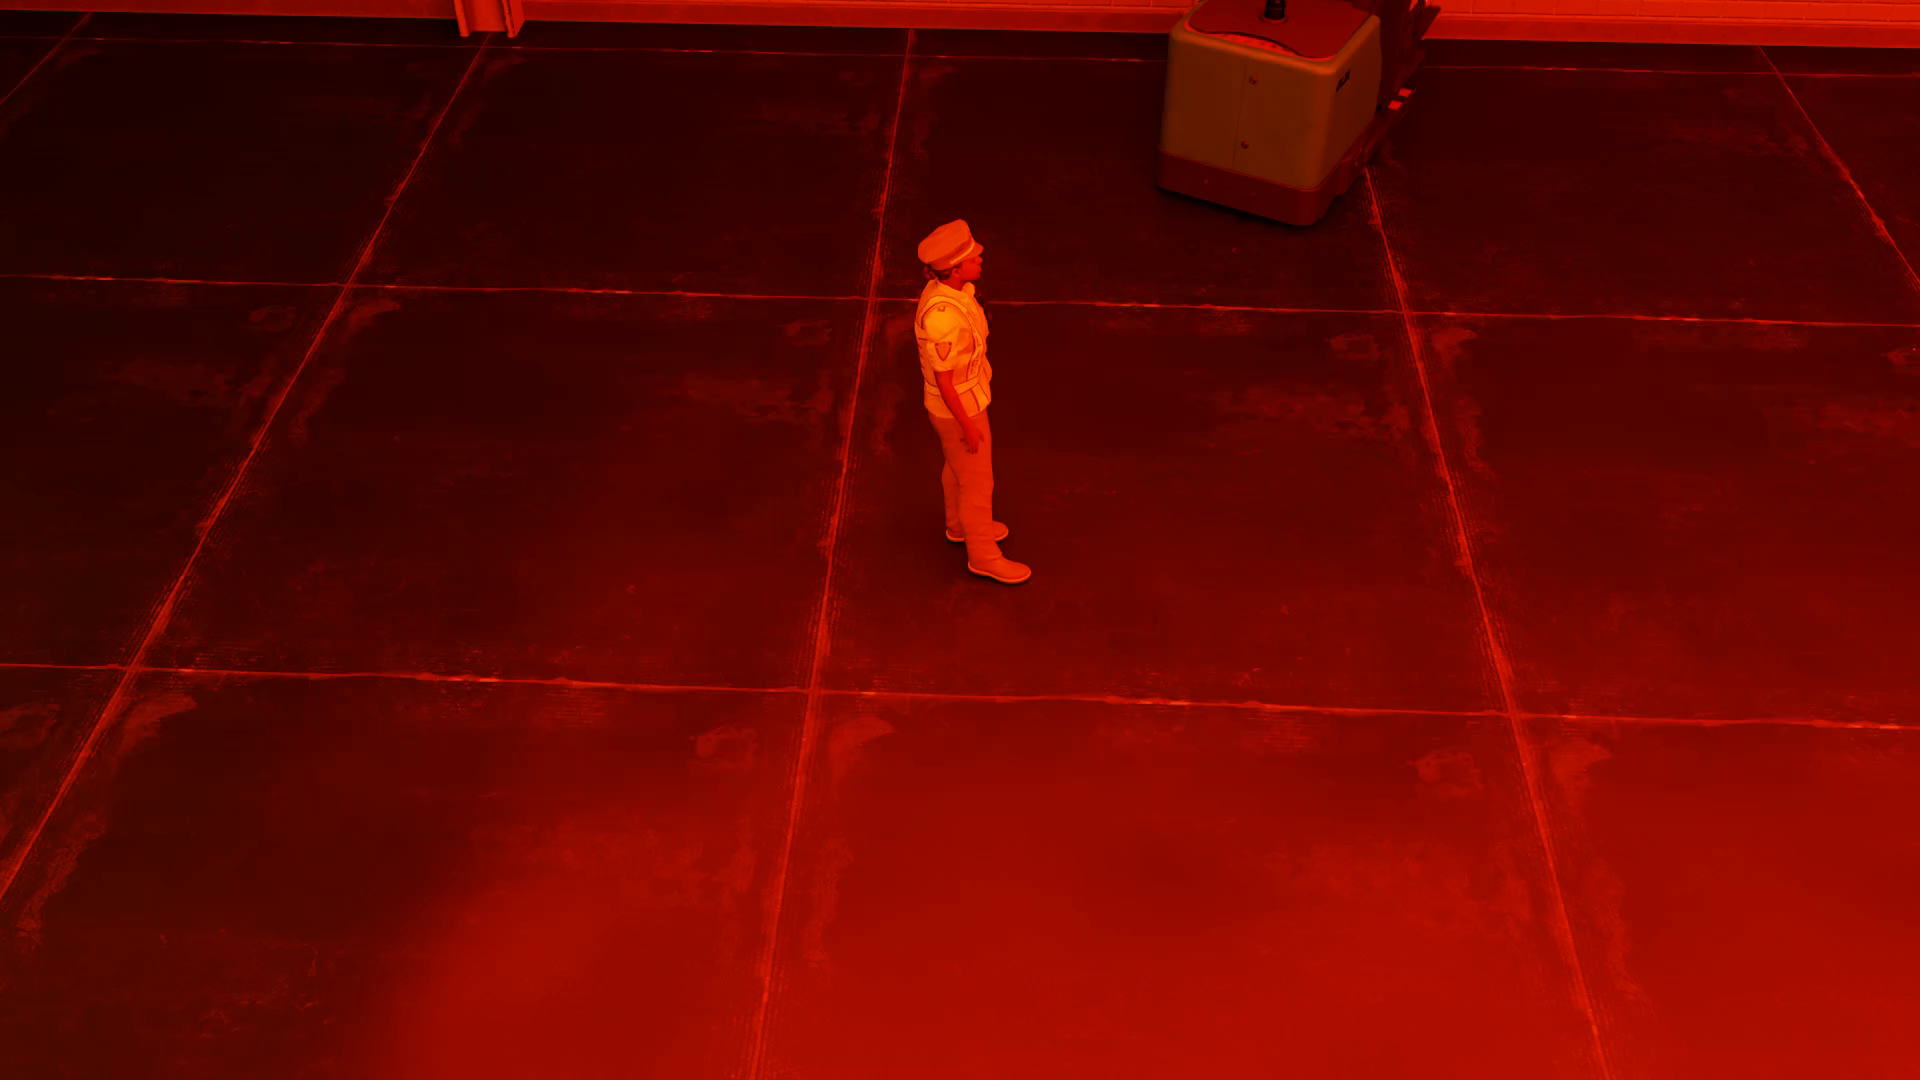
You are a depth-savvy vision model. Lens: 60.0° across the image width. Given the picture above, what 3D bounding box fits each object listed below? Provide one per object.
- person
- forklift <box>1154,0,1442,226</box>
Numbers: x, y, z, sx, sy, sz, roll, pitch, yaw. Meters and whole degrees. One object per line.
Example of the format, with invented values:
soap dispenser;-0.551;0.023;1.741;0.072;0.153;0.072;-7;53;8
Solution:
person;0.074;-0.615;7.323;0.528;1.693;0.569;2;42;2
forklift;2.357;-3.923;10.039;1.130;2.935;3.031;21;46;21
